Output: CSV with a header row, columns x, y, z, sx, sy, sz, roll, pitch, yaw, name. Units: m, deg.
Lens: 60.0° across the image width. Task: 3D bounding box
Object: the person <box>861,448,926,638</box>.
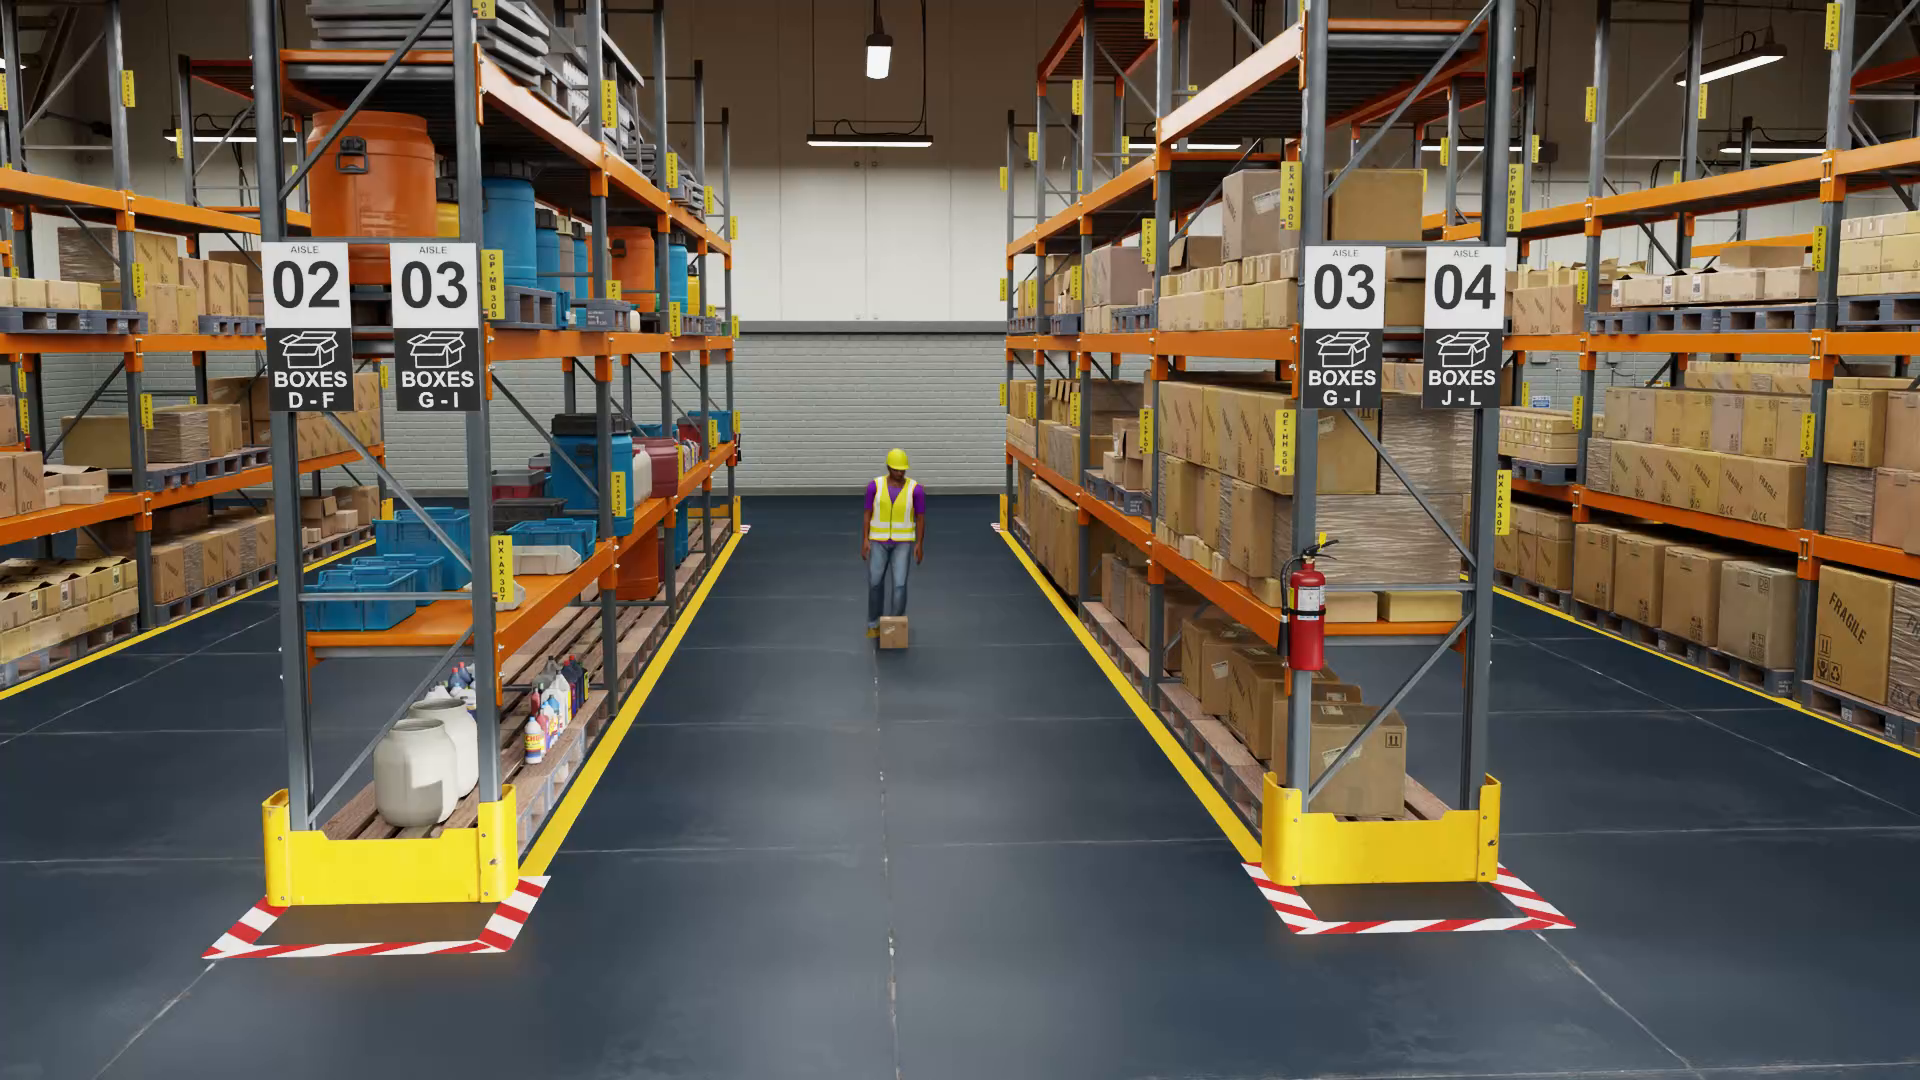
x,y,z,sx,sy,sz,roll,pitch,yaw,name
-0.623,0.079,15.353,0.599,1.842,0.522,0,7,2,person
